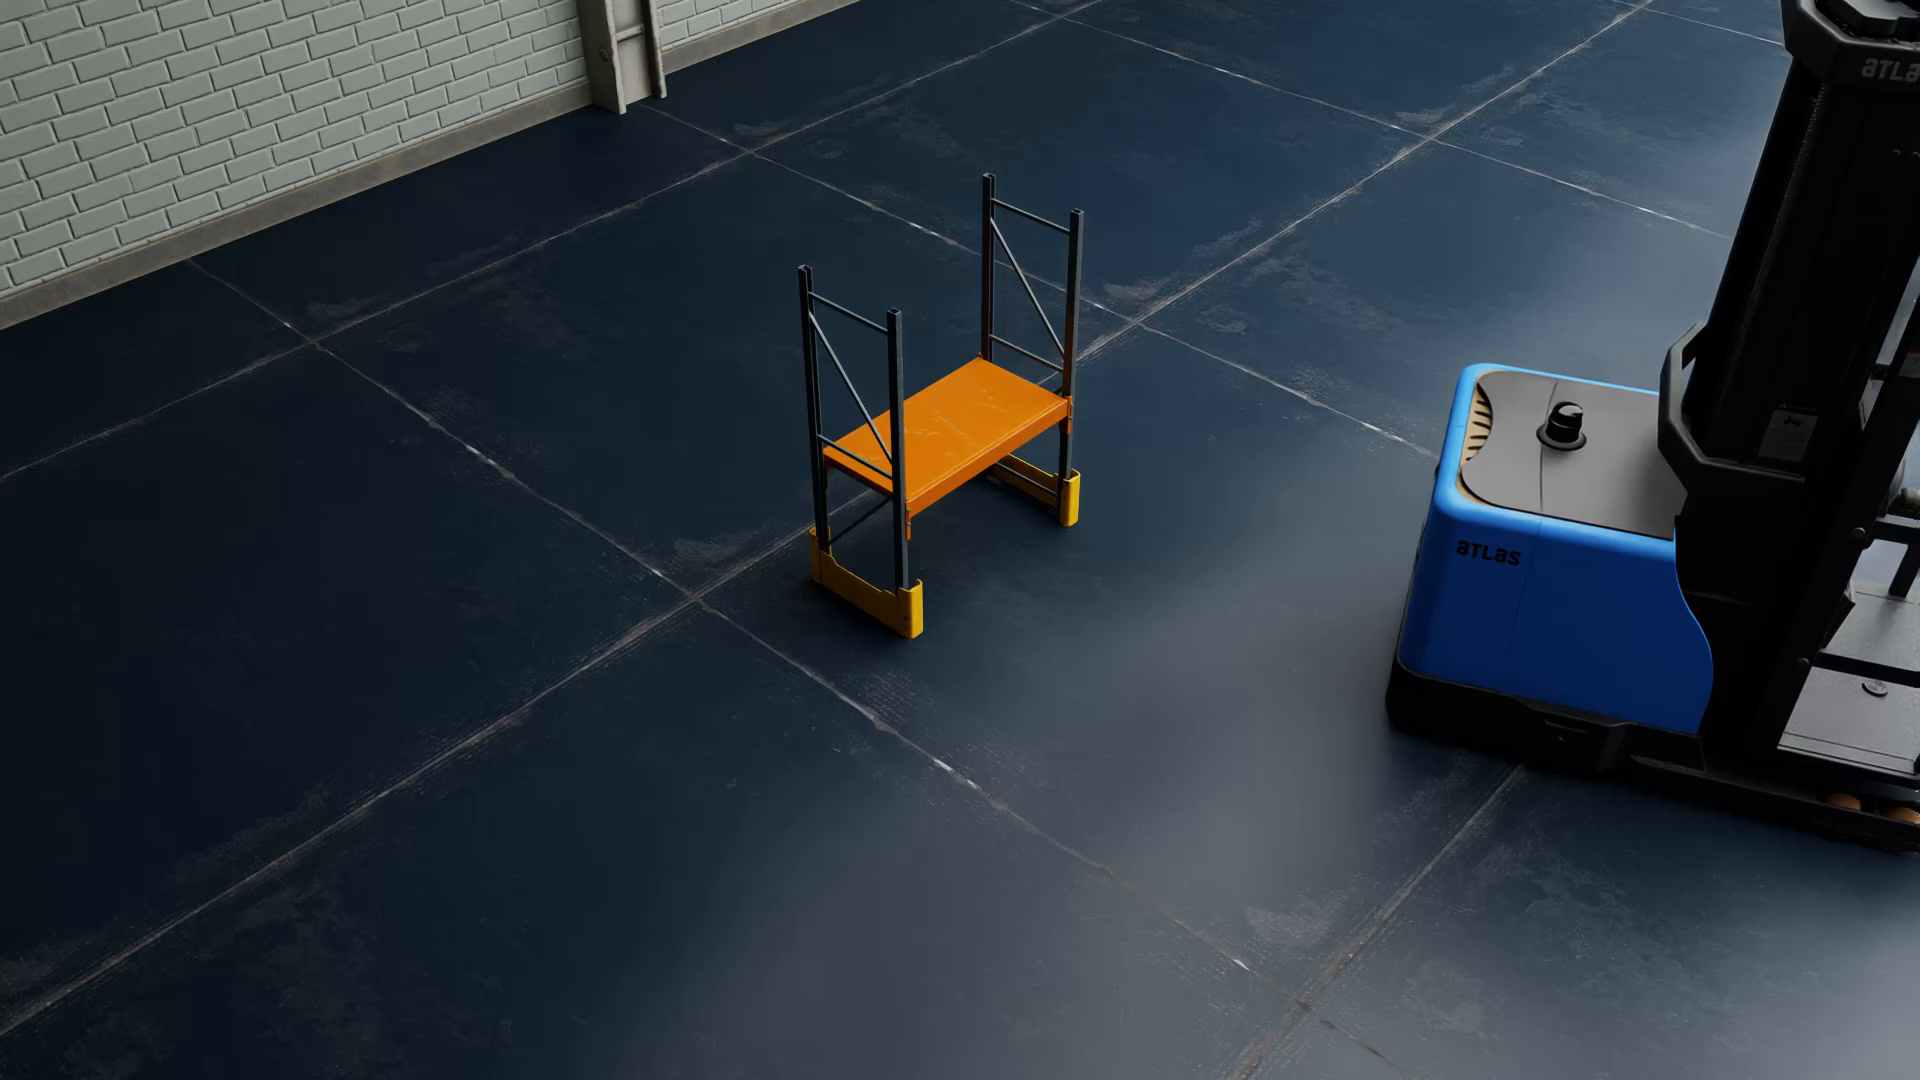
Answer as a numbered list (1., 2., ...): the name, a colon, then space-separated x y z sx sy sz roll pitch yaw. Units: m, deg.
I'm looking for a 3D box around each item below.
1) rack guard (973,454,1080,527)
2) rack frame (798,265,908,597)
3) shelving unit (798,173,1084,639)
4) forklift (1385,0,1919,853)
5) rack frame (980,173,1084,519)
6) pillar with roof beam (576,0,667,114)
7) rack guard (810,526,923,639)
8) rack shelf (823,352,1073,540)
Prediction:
1. rack guard: 0.285 -0.292 7.416 0.587 0.250 0.087 30 47 32
2. rack frame: -0.401 -0.314 6.440 0.500 1.500 0.032 30 47 32
3. shelving unit: -0.051 -0.552 6.739 0.587 1.500 1.083 30 47 32
4. forklift: 3.199 -0.420 5.424 3.031 2.935 1.130 12 40 15
5. rack frame: 0.285 -0.781 7.028 0.500 1.500 0.032 30 47 32
6. pillar with roof beam: 1.011 -4.605 5.811 9.100 9.000 0.400 30 47 32
7. rack guard: -0.387 0.166 6.840 0.587 0.250 0.087 30 47 32
8. rack shelf: -0.058 -0.407 6.846 0.538 0.185 1.000 30 47 32
